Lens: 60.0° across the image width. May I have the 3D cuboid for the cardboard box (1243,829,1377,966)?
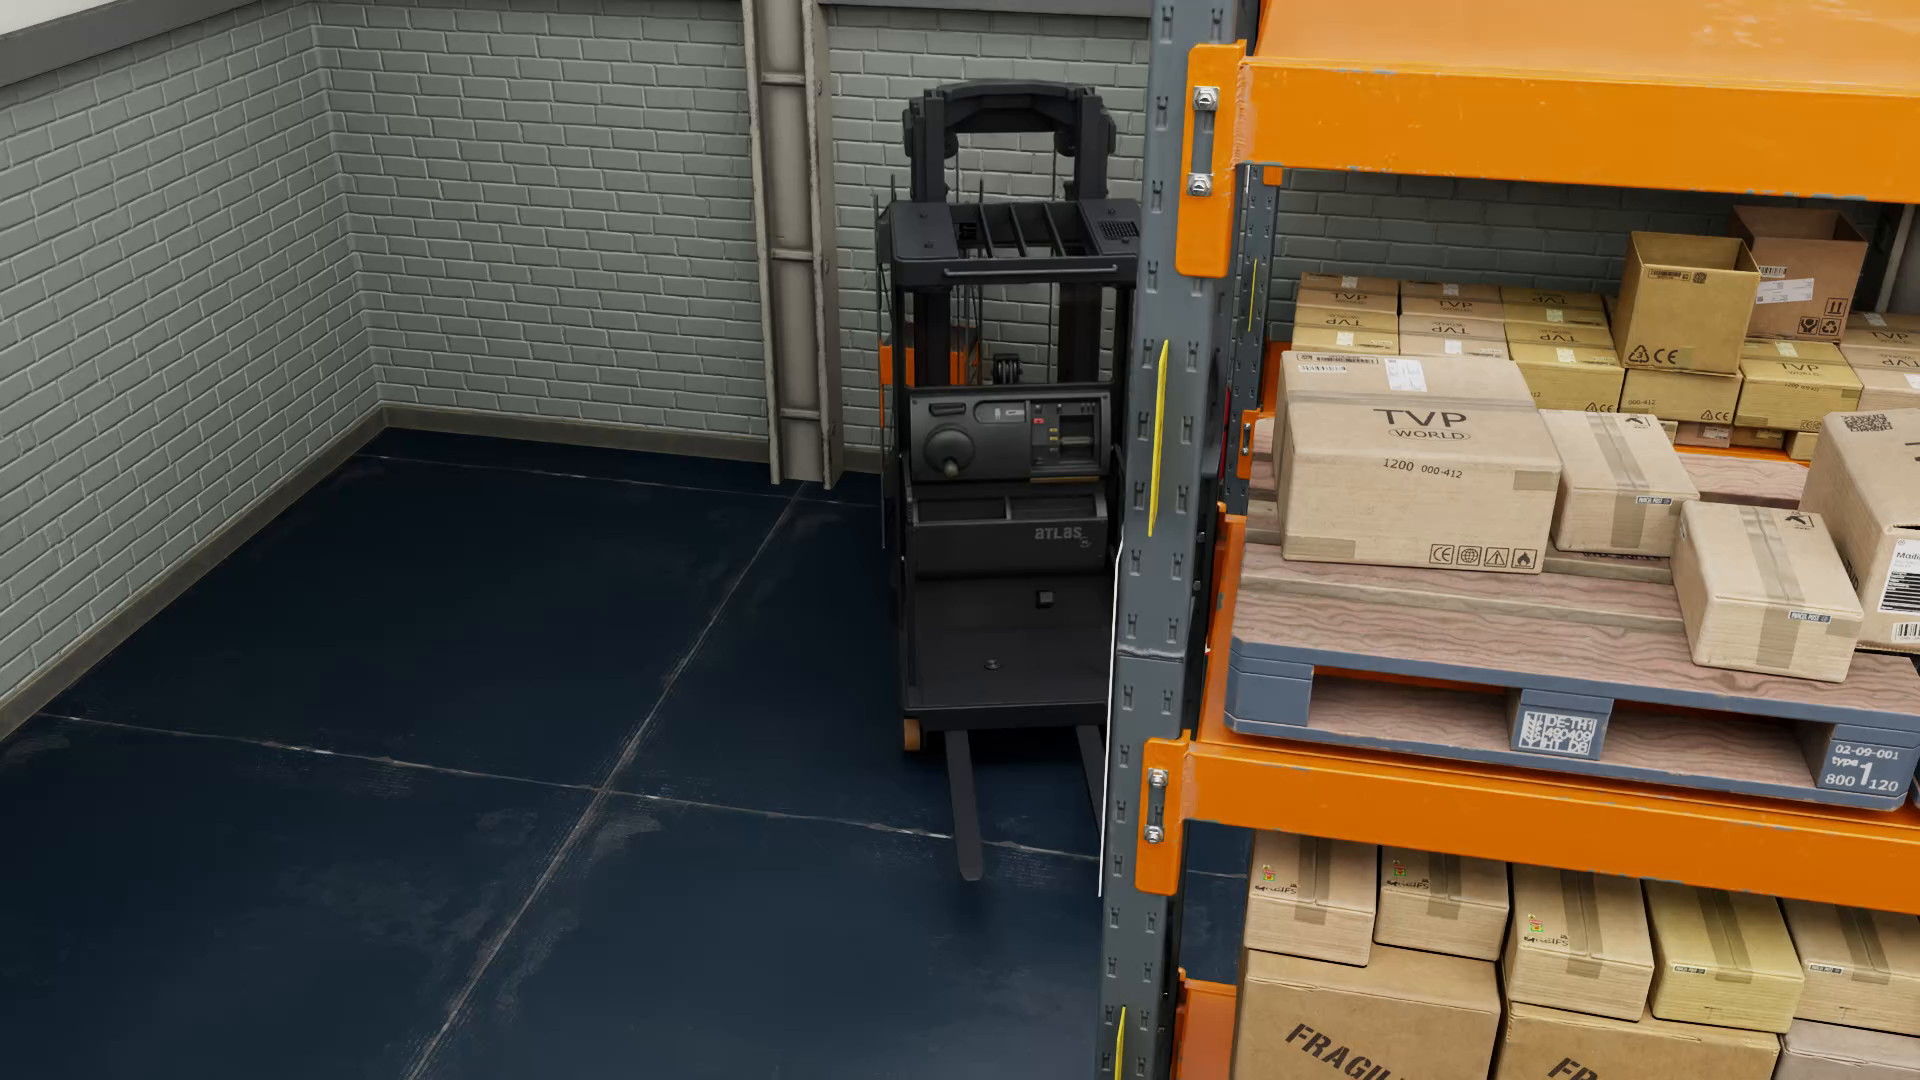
[{"bbox_3d":[0.747,0.702,3.523,0.250,0.149,0.380,6,29,12],"label":"cardboard box"}]

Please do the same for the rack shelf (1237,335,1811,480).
[{"bbox_3d":[3.447,-0.512,8.310,4.000,0.370,1.077,6,29,11],"label":"rack shelf"}]

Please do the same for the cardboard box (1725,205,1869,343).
[{"bbox_3d":[4.002,-1.295,8.057,0.500,0.500,0.500,5,29,9],"label":"cardboard box"}]

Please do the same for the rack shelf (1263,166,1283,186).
[{"bbox_3d":[3.447,-1.828,7.590,4.000,0.370,1.077,6,29,11],"label":"rack shelf"}]

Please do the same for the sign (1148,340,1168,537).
[{"bbox_3d":[0.336,-0.170,2.821,0.005,0.325,0.100,6,29,11],"label":"sign"}]

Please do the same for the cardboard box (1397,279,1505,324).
[{"bbox_3d":[2.500,-1.119,8.516,0.500,0.250,0.500,6,29,11],"label":"cardboard box"}]

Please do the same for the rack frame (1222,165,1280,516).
[{"bbox_3d":[1.491,-1.028,8.504,0.127,3.000,1.000,6,29,11],"label":"rack frame"}]

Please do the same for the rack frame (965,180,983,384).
[{"bbox_3d":[0.077,-0.914,9.232,0.015,2.100,0.400,6,29,10],"label":"rack frame"}]

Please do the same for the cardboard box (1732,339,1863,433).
[{"bbox_3d":[3.876,-0.727,7.802,0.500,0.250,0.500,6,29,10],"label":"cardboard box"}]

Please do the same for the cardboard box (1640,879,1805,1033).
[{"bbox_3d":[1.510,0.793,3.357,0.250,0.149,0.380,5,29,9],"label":"cardboard box"}]

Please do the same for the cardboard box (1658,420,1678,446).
[{"bbox_3d":[3.266,-0.587,7.959,0.250,0.149,0.380,7,29,12],"label":"cardboard box"}]

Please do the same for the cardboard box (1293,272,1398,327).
[{"bbox_3d":[1.996,-1.171,8.612,0.500,0.250,0.500,7,29,12],"label":"cardboard box"}]

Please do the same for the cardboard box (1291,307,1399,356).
[{"bbox_3d":[1.878,-0.921,8.154,0.500,0.250,0.500,6,29,11],"label":"cardboard box"}]

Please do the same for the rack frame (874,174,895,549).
[{"bbox_3d":[-0.401,-0.963,9.321,0.015,2.100,0.400,6,29,10],"label":"rack frame"}]

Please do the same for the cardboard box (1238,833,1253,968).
[{"bbox_3d":[0.979,0.758,4.097,0.500,0.500,0.500,7,29,12],"label":"cardboard box"}]

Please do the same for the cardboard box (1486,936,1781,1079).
[{"bbox_3d":[1.375,1.052,3.560,0.500,0.500,0.500,5,29,9],"label":"cardboard box"}]

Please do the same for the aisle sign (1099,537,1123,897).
[{"bbox_3d":[0.327,0.292,3.385,0.004,0.787,0.394,6,29,11],"label":"aisle sign"}]

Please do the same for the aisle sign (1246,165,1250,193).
[{"bbox_3d":[1.363,-2.037,7.640,0.004,0.787,0.394,6,29,11],"label":"aisle sign"}]

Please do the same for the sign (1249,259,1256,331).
[{"bbox_3d":[1.378,-1.153,7.831,0.005,0.325,0.100,6,29,11],"label":"sign"}]

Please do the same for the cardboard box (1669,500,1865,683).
[{"bbox_3d":[1.474,0.087,3.064,0.250,0.149,0.380,7,29,12],"label":"cardboard box"}]

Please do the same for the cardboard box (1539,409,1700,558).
[{"bbox_3d":[1.344,-0.123,3.447,0.250,0.149,0.380,4,29,7],"label":"cardboard box"}]

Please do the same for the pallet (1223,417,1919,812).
[{"bbox_3d":[1.186,0.096,3.419,1.213,0.211,1.003,6,29,11],"label":"pallet"}]

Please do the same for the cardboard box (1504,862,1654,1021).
[{"bbox_3d":[1.249,0.775,3.390,0.250,0.149,0.380,7,29,12],"label":"cardboard box"}]

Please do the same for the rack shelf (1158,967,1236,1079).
[{"bbox_3d":[2.414,1.820,4.052,4.000,0.370,1.077,6,29,11],"label":"rack shelf"}]

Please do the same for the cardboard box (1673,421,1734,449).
[{"bbox_3d":[3.533,-0.593,7.971,0.250,0.149,0.380,6,29,10],"label":"cardboard box"}]

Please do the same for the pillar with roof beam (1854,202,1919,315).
[{"bbox_3d":[4.011,-1.730,3.538,0.400,9.000,9.100,6,29,11],"label":"pillar with roof beam"}]

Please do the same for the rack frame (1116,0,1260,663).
[{"bbox_3d":[0.458,-1.328,2.805,0.127,3.000,1.000,6,29,11],"label":"rack frame"}]

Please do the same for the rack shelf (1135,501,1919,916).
[{"bbox_3d":[2.414,0.504,3.331,4.000,0.370,1.077,6,29,11],"label":"rack shelf"}]

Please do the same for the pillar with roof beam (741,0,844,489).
[{"bbox_3d":[-1.857,-2.331,4.637,0.400,9.000,9.100,6,29,11],"label":"pillar with roof beam"}]

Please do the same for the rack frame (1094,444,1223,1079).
[{"bbox_3d":[0.458,1.304,4.245,0.127,3.000,1.000,6,29,11],"label":"rack frame"}]

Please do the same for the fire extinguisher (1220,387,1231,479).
[{"bbox_3d":[1.251,-0.628,8.243,0.183,0.674,0.296,6,29,11],"label":"fire extinguisher"}]

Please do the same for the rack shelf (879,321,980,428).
[{"bbox_3d":[-0.162,-0.926,9.283,0.480,0.518,0.431,6,29,10],"label":"rack shelf"}]

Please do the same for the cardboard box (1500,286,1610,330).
[{"bbox_3d":[2.983,-1.067,8.422,0.500,0.250,0.500,7,29,12],"label":"cardboard box"}]

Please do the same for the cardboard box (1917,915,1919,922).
[{"bbox_3d":[2.013,0.839,3.273,0.250,0.149,0.380,6,29,11],"label":"cardboard box"}]

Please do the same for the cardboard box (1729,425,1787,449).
[{"bbox_3d":[3.784,-0.590,7.966,0.250,0.149,0.380,6,29,11],"label":"cardboard box"}]

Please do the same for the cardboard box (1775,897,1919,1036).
[{"bbox_3d":[1.778,0.794,3.354,0.250,0.149,0.380,6,29,11],"label":"cardboard box"}]

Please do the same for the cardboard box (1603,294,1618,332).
[{"bbox_3d":[3.495,-1.014,8.326,0.500,0.250,0.500,6,29,10],"label":"cardboard box"}]

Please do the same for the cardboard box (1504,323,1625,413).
[{"bbox_3d":[2.868,-0.821,7.972,0.500,0.250,0.500,5,29,10],"label":"cardboard box"}]

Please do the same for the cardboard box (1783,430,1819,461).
[{"bbox_3d":[4.013,-0.512,7.823,0.250,0.149,0.380,5,29,10],"label":"cardboard box"}]

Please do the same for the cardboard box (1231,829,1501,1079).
[{"bbox_3d":[0.868,1.003,3.649,0.500,0.500,0.500,5,29,9],"label":"cardboard box"}]

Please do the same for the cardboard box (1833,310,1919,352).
[{"bbox_3d":[4.483,-0.915,8.144,0.500,0.250,0.500,6,29,10],"label":"cardboard box"}]

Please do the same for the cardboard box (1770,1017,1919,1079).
[{"bbox_3d":[1.880,1.100,3.473,0.500,0.500,0.500,6,29,10],"label":"cardboard box"}]

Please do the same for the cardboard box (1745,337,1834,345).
[{"bbox_3d":[3.979,-0.968,8.240,0.500,0.250,0.500,6,29,12],"label":"cardboard box"}]

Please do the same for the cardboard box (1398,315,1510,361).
[{"bbox_3d":[2.371,-0.870,8.062,0.500,0.250,0.500,6,29,11],"label":"cardboard box"}]

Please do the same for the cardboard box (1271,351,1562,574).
[{"bbox_3d":[0.917,-0.172,3.431,0.500,0.250,0.500,3,29,6],"label":"cardboard box"}]

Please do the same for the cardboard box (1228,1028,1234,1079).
[{"bbox_3d":[0.867,1.443,3.887,0.500,0.500,0.500,6,29,10],"label":"cardboard box"}]

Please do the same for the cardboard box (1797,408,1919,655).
[{"bbox_3d":[1.911,-0.028,3.105,0.500,0.311,0.500,6,29,11],"label":"cardboard box"}]

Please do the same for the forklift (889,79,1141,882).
[{"bbox_3d":[0.250,-0.442,7.505,1.130,2.935,3.031,-2,29,-3],"label":"forklift"}]

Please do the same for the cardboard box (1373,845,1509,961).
[{"bbox_3d":[1.019,0.695,3.536,0.250,0.149,0.380,7,29,12],"label":"cardboard box"}]

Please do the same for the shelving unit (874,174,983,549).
[{"bbox_3d":[-0.162,-0.938,9.277,0.503,2.100,0.431,6,29,10],"label":"shelving unit"}]

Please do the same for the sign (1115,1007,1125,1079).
[{"bbox_3d":[0.336,1.149,3.543,0.005,0.325,0.100,6,29,11],"label":"sign"}]

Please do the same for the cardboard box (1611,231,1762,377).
[{"bbox_3d":[3.345,-1.099,7.700,0.500,0.500,0.500,7,29,12],"label":"cardboard box"}]

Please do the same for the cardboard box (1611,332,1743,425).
[{"bbox_3d":[3.372,-0.780,7.897,0.500,0.250,0.500,5,29,9],"label":"cardboard box"}]

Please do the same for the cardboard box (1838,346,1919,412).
[{"bbox_3d":[4.361,-0.671,7.699,0.500,0.250,0.500,6,29,11],"label":"cardboard box"}]

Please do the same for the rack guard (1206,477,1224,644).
[{"bbox_3d":[1.565,0.076,9.090,0.348,0.500,1.175,6,29,11],"label":"rack guard"}]

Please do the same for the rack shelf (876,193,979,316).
[{"bbox_3d":[-0.162,-1.540,8.946,0.480,0.518,0.431,6,29,10],"label":"rack shelf"}]

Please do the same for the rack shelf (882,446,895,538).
[{"bbox_3d":[-0.162,-0.313,9.620,0.480,0.518,0.431,6,29,10],"label":"rack shelf"}]

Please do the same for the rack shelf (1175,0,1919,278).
[{"bbox_3d":[2.414,-0.636,2.707,4.000,0.370,1.077,6,29,11],"label":"rack shelf"}]

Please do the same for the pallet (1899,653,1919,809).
[{"bbox_3d":[2.382,0.217,3.198,1.213,0.211,1.003,6,29,11],"label":"pallet"}]
